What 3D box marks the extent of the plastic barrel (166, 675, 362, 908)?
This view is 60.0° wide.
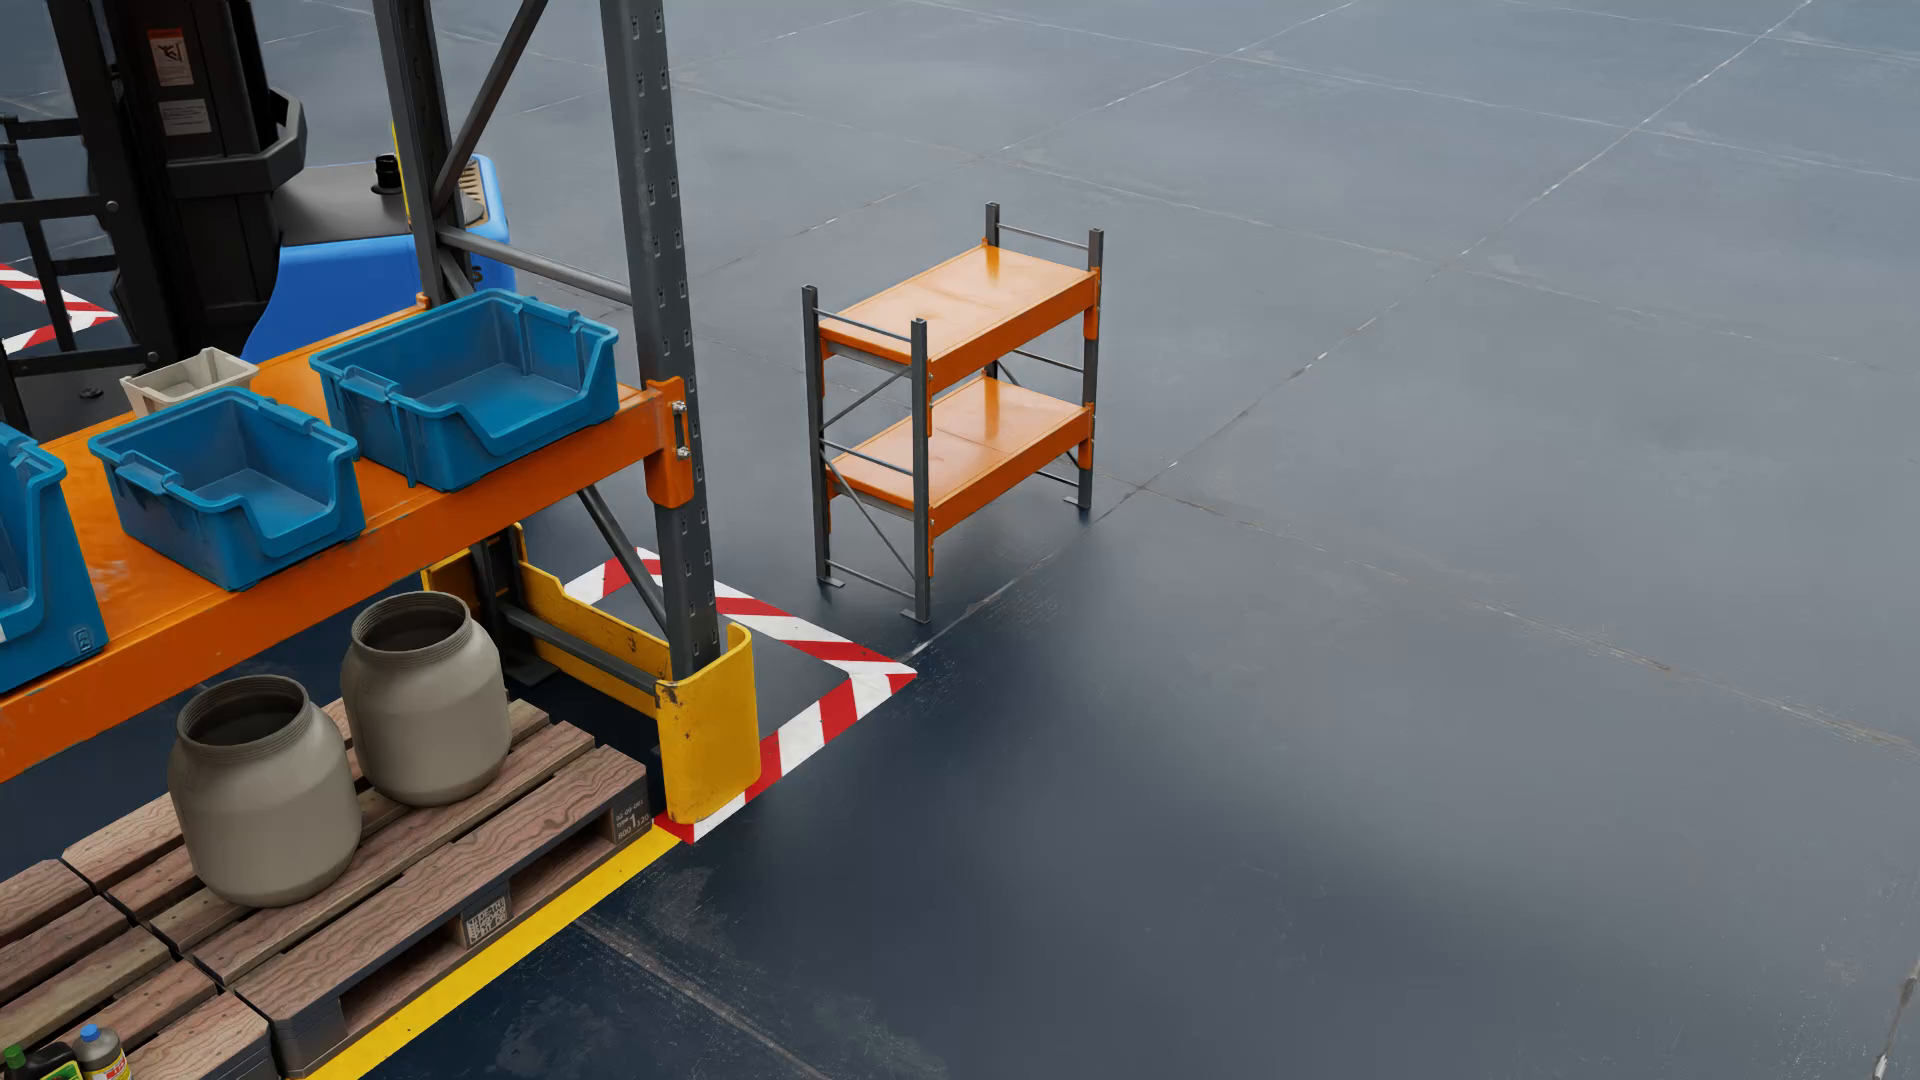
[{"bbox_3d":[-1.777,0.642,4.252,0.421,0.512,0.421,0,31,0],"label":"plastic barrel"}]

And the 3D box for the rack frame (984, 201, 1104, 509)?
[{"bbox_3d":[0.303,-0.688,6.307,0.500,1.125,0.032,21,37,31],"label":"rack frame"}]

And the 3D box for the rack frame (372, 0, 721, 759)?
[{"bbox_3d":[-1.138,-0.742,4.560,1.000,3.000,0.127,21,37,31],"label":"rack frame"}]

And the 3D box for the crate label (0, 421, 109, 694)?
[{"bbox_3d":[-2.034,0.074,3.148,0.502,0.435,0.616,21,37,31],"label":"crate label"}]

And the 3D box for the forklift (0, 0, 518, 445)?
[{"bbox_3d":[-3.227,-1.489,5.888,3.031,2.935,1.130,-9,32,-15],"label":"forklift"}]

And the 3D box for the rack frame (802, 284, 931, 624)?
[{"bbox_3d":[-0.311,-0.275,5.610,0.500,1.125,0.032,21,37,31],"label":"rack frame"}]

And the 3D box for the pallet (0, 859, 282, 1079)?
[{"bbox_3d":[-2.378,1.325,3.807,1.003,0.211,1.213,21,37,31],"label":"pallet"}]

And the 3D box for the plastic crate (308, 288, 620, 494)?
[{"bbox_3d":[-1.202,-0.382,4.099,0.499,0.251,0.616,21,37,31],"label":"plastic crate"}]

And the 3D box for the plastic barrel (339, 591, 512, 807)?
[{"bbox_3d":[-1.475,0.439,4.596,0.421,0.512,0.421,0,31,0],"label":"plastic barrel"}]

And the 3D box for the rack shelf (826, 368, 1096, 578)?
[{"bbox_3d":[-0.004,-0.271,6.083,0.538,0.278,1.000,21,37,31],"label":"rack shelf"}]

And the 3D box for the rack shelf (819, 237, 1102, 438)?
[{"bbox_3d":[-0.004,-0.733,5.809,0.538,0.278,1.000,21,37,31],"label":"rack shelf"}]

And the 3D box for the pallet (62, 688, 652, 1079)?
[{"bbox_3d":[-1.641,0.832,4.640,1.003,0.211,1.213,21,37,31],"label":"pallet"}]

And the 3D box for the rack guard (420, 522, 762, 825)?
[{"bbox_3d":[-1.147,0.379,5.120,1.175,0.500,0.348,21,37,31],"label":"rack guard"}]

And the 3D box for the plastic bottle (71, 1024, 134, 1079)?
[{"bbox_3d":[-1.898,1.154,3.674,0.097,0.201,0.097,0,31,0],"label":"plastic bottle"}]

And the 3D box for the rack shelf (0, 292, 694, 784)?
[{"bbox_3d":[-2.346,0.381,3.371,1.077,0.370,4.000,21,37,31],"label":"rack shelf"}]

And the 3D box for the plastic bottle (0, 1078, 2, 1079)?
[{"bbox_3d":[-2.072,1.216,3.496,0.152,0.276,0.135,21,37,32],"label":"plastic bottle"}]

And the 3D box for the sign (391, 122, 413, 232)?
[{"bbox_3d":[-1.574,-1.032,4.778,0.100,0.325,0.005,21,37,31],"label":"sign"}]

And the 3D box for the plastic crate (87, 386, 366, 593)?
[{"bbox_3d":[-1.599,-0.120,3.657,0.499,0.251,0.408,21,37,31],"label":"plastic crate"}]

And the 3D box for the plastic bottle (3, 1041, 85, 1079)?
[{"bbox_3d":[-1.954,1.172,3.563,0.061,0.283,0.133,22,37,32],"label":"plastic bottle"}]

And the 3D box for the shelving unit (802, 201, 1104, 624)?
[{"bbox_3d":[-0.004,-0.481,5.959,0.538,1.125,1.048,21,37,31],"label":"shelving unit"}]

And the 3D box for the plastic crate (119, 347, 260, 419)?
[{"bbox_3d":[-1.935,-0.364,4.180,0.298,0.136,0.250,21,37,31],"label":"plastic crate"}]
